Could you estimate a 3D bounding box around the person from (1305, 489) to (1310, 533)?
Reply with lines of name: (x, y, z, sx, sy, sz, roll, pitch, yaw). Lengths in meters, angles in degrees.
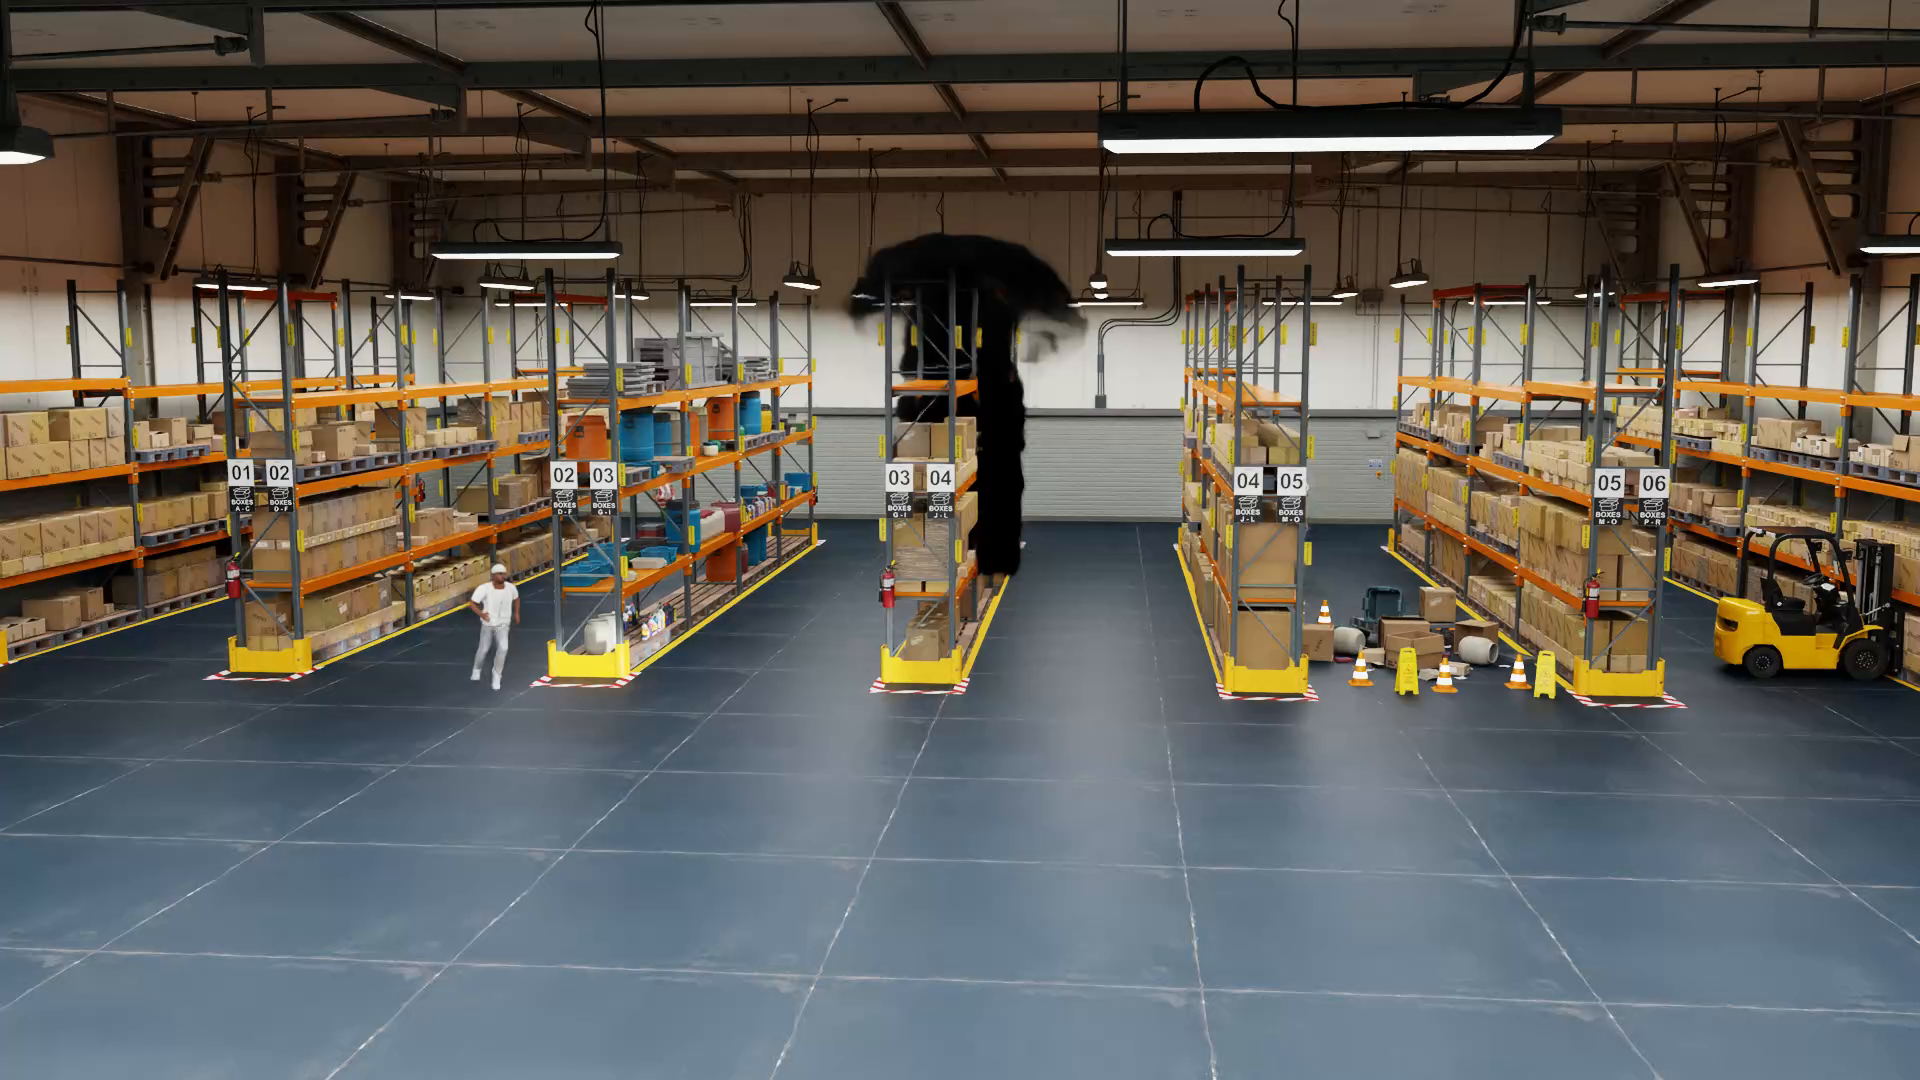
person: (8.322, -0.863, 41.328, 0.920, 1.699, 0.582, -2, 7, -18)

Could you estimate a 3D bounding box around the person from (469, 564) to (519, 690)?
person: (-6.695, 1.235, 24.020, 0.760, 1.789, 0.760, -4, 8, -28)

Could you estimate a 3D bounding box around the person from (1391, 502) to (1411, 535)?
person: (10.826, -0.709, 40.495, 0.642, 1.584, 0.746, 2, 7, 18)

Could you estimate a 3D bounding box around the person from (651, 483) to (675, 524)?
person: (-7.242, -0.838, 41.046, 0.774, 1.733, 0.656, -4, 8, -27)
